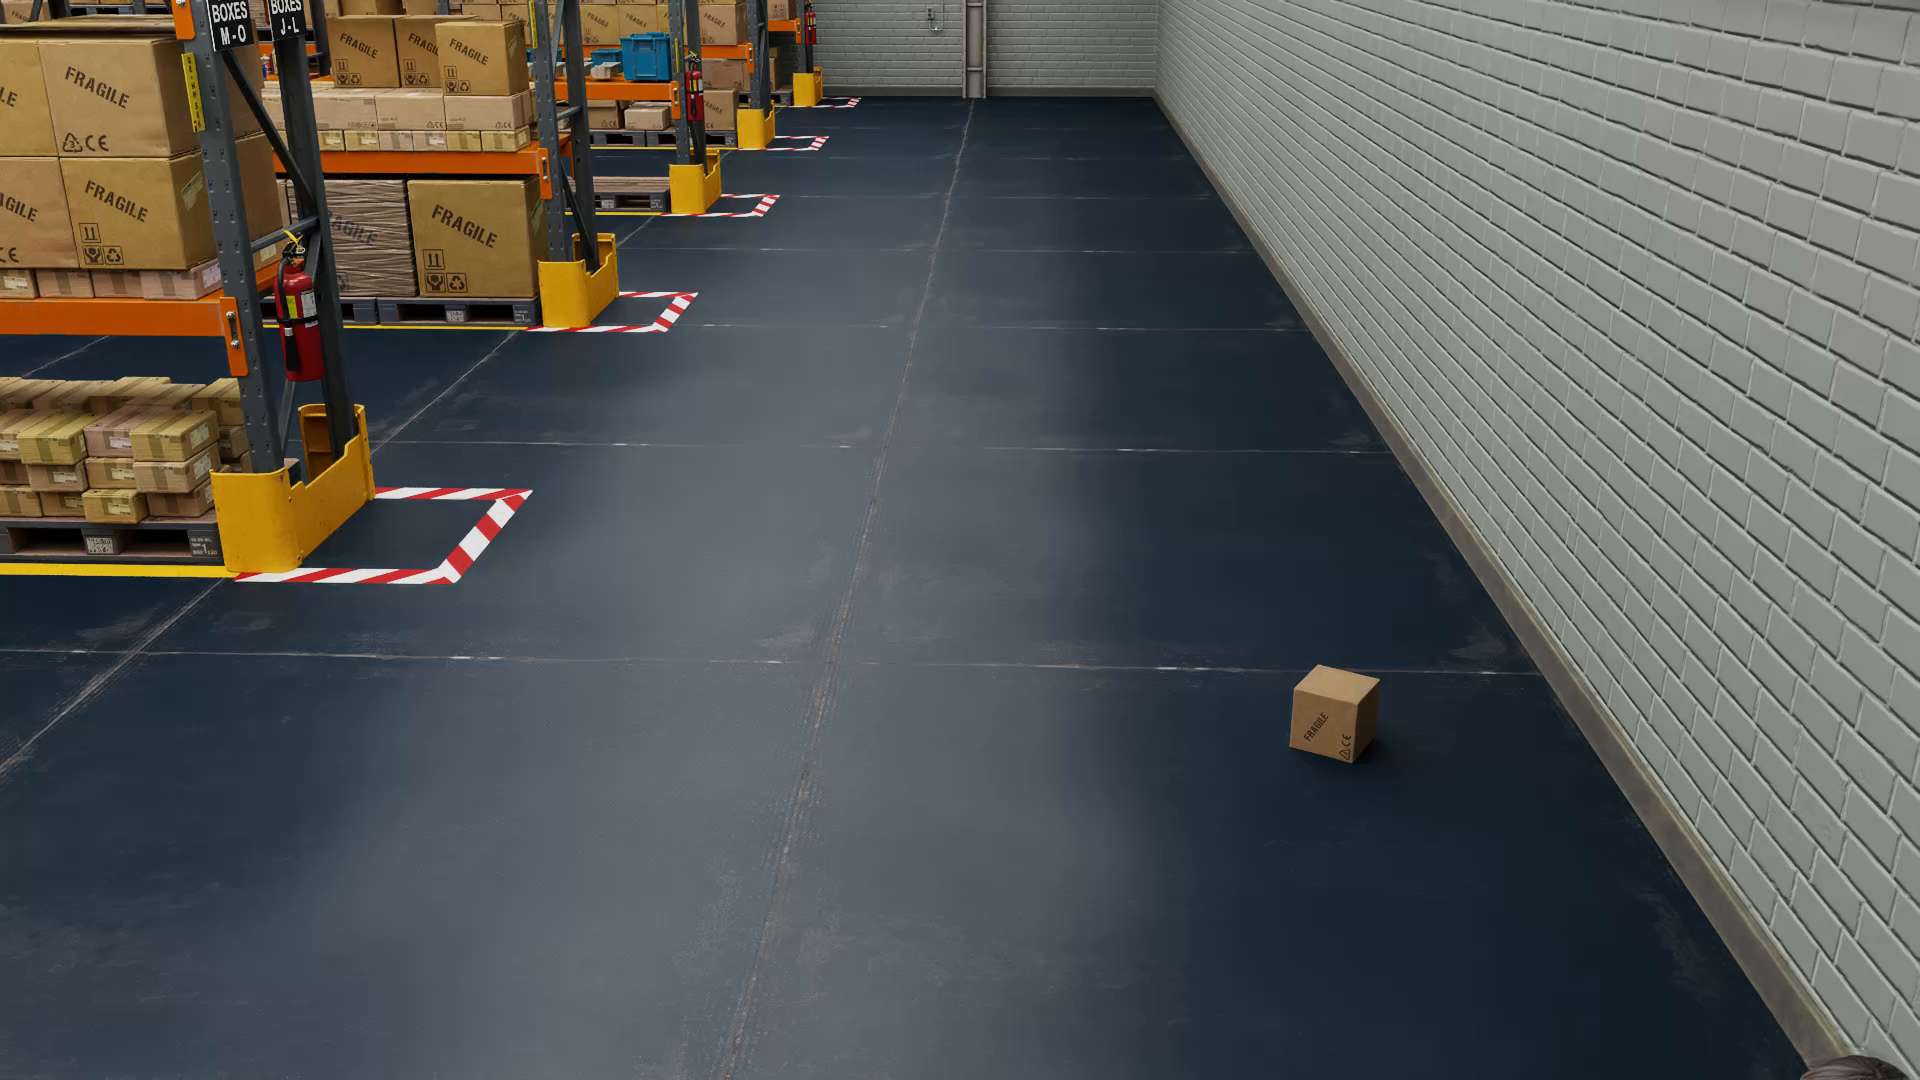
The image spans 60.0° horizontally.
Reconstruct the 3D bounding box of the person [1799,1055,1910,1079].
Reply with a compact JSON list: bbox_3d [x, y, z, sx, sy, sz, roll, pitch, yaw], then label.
[{"bbox_3d":[1.129,1.437,2.320,0.450,1.605,0.967,0,21,-1],"label":"person"}]
